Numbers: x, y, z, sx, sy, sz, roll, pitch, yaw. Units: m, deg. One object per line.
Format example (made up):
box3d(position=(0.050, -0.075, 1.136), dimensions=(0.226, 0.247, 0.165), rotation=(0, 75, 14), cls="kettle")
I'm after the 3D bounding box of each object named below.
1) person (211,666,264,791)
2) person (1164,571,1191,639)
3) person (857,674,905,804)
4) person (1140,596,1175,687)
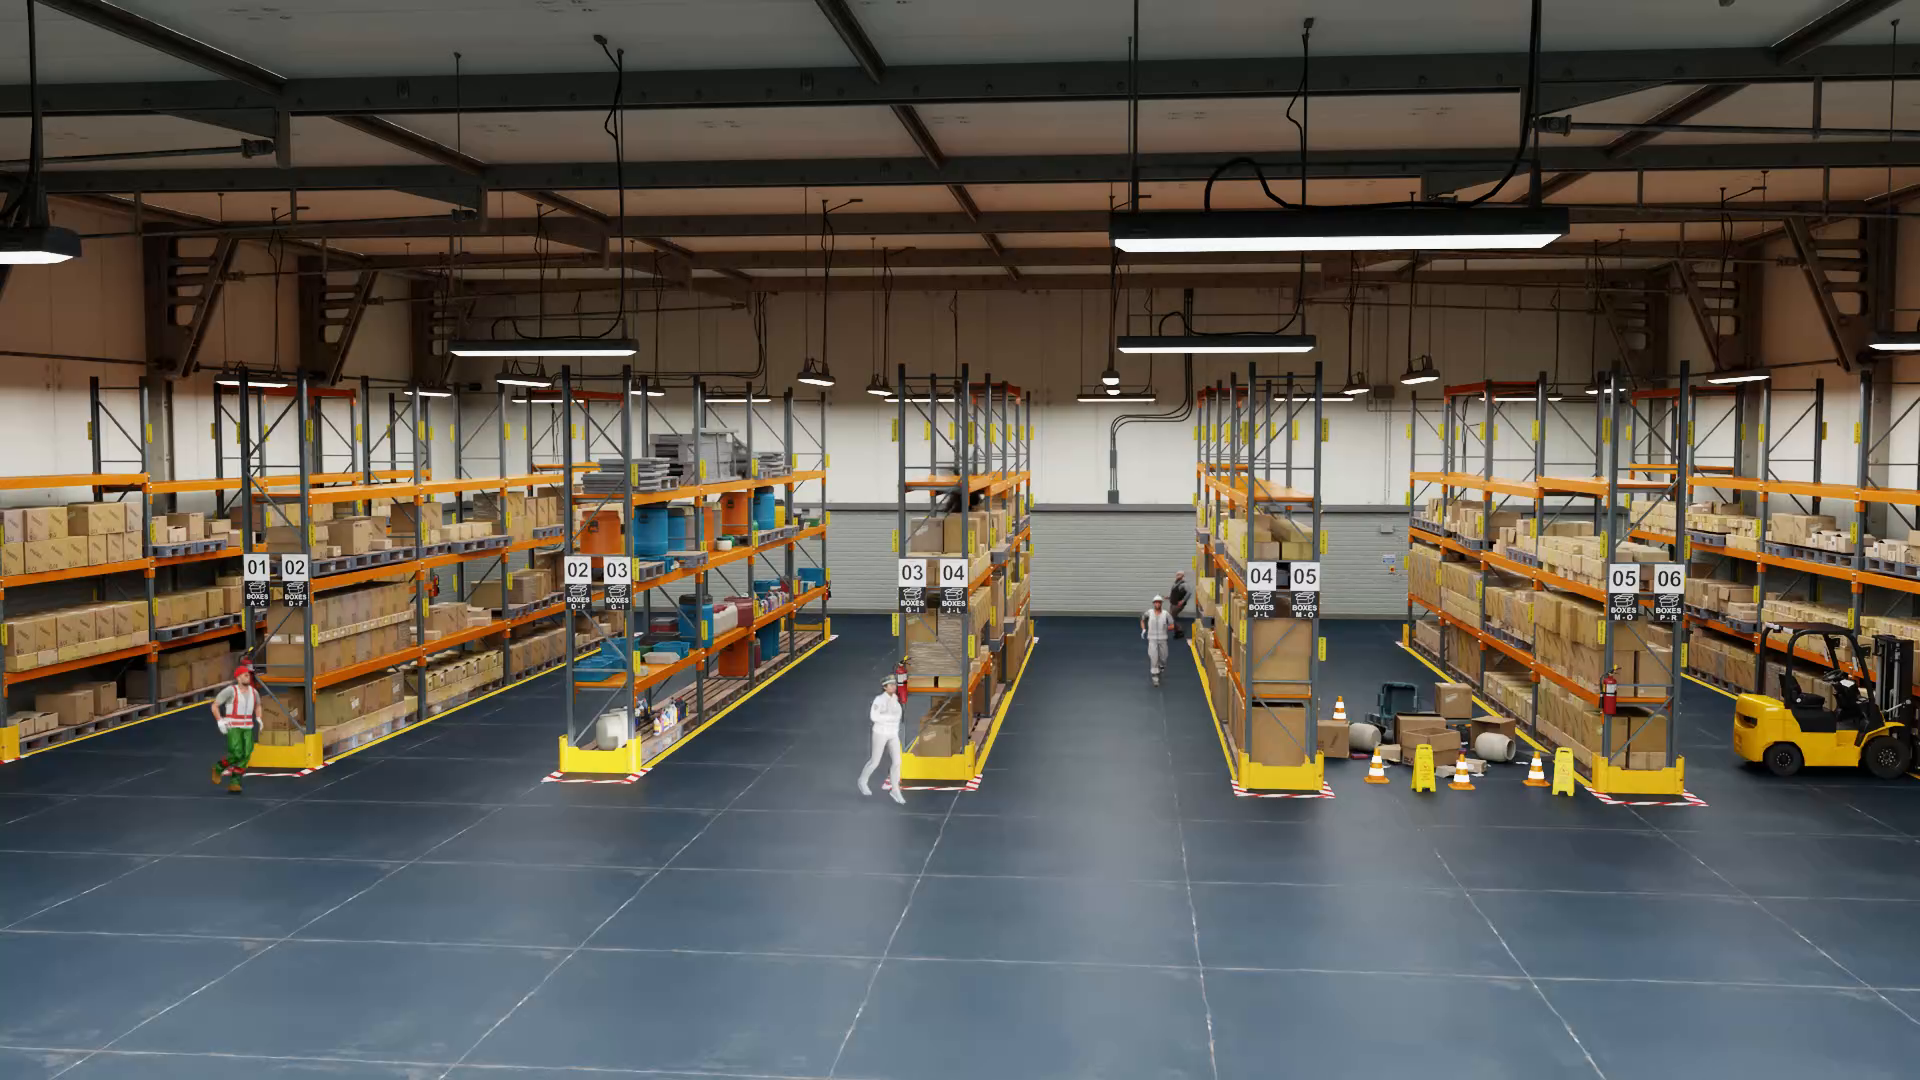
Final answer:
box3d(position=(-10.136, 2.641, 23.415), dimensions=(0.566, 1.730, 0.708), rotation=(2, 4, 30), cls="person")
box3d(position=(5.246, 1.577, 40.277), dimensions=(0.568, 1.676, 0.729), rotation=(-1, 4, -16), cls="person")
box3d(position=(-1.020, 2.692, 22.732), dimensions=(0.828, 1.738, 0.615), rotation=(4, 5, 44), cls="person")
box3d(position=(3.917, 1.990, 32.972), dimensions=(0.667, 1.767, 0.963), rotation=(0, 4, 4), cls="person")
